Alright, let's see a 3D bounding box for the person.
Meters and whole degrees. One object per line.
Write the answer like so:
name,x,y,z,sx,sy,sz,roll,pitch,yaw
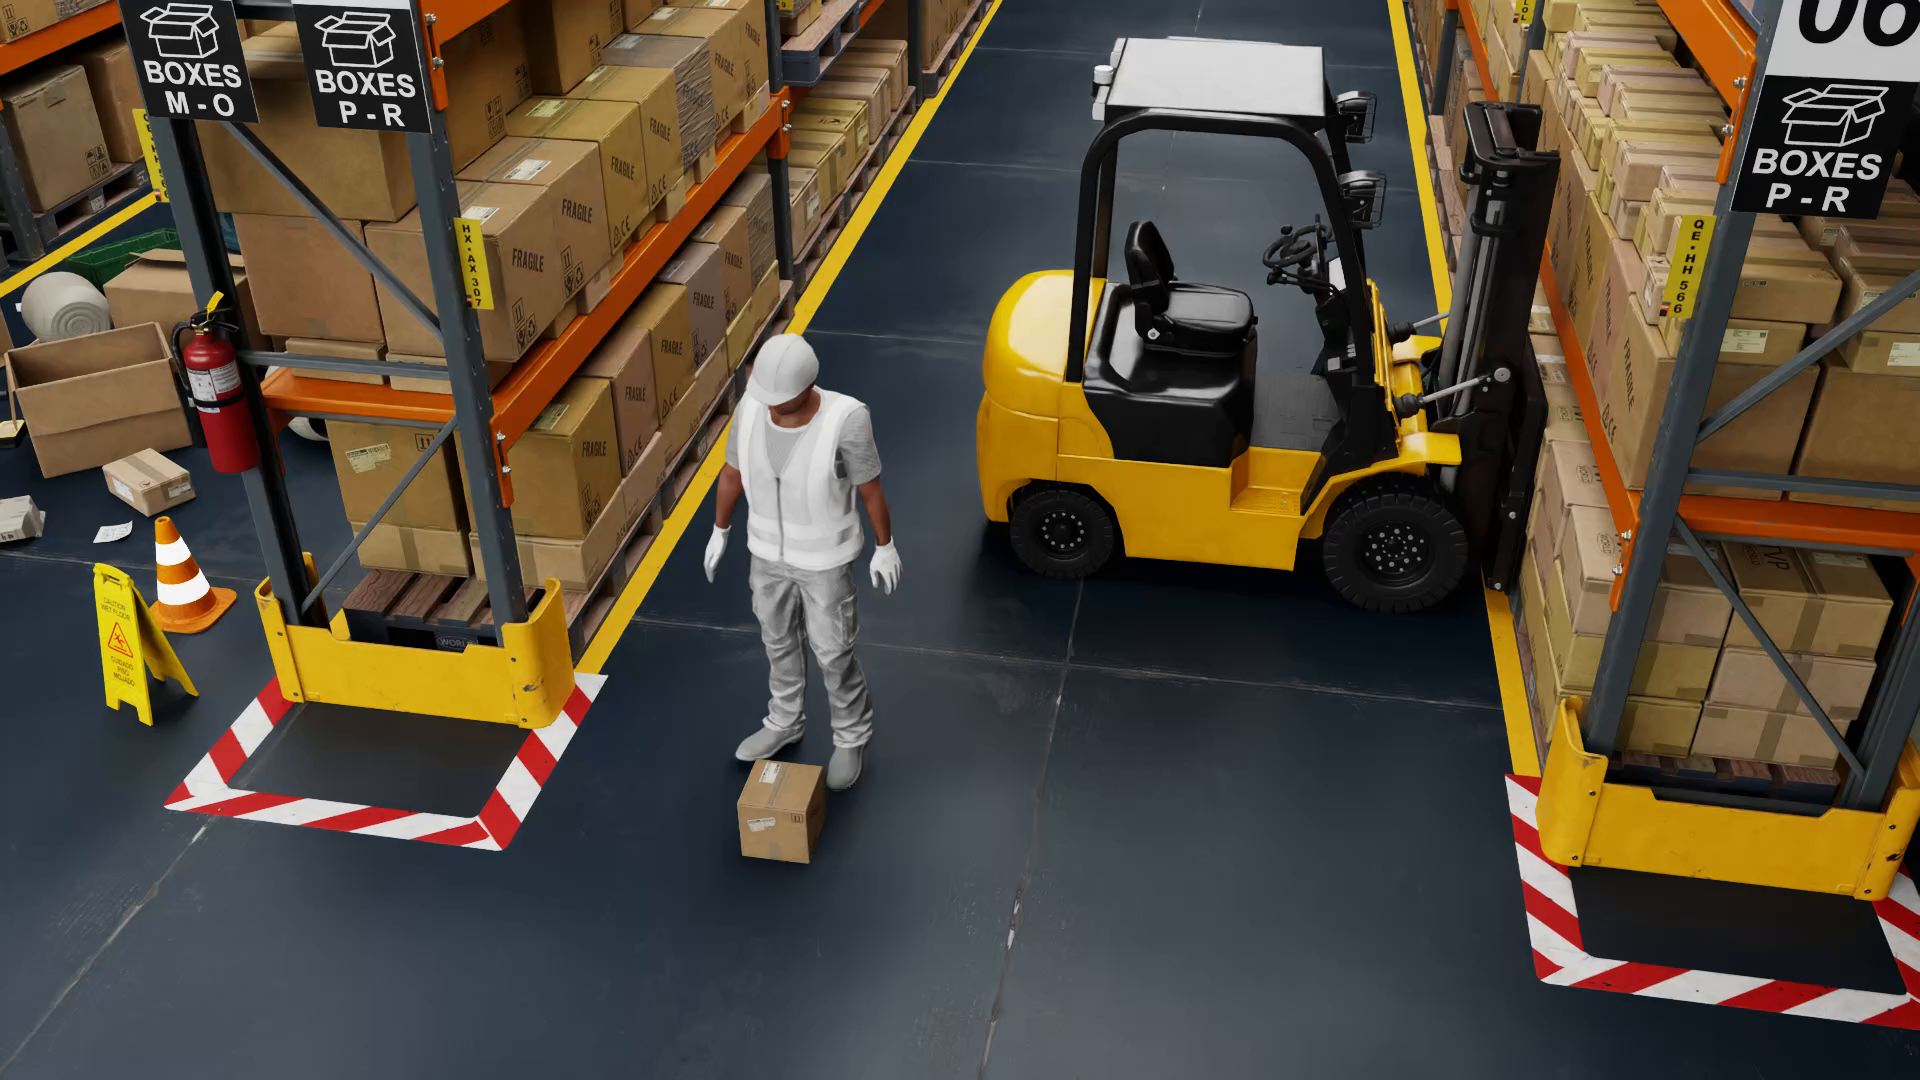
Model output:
person,-0.596,0.070,5.999,0.697,1.817,0.395,14,35,21
